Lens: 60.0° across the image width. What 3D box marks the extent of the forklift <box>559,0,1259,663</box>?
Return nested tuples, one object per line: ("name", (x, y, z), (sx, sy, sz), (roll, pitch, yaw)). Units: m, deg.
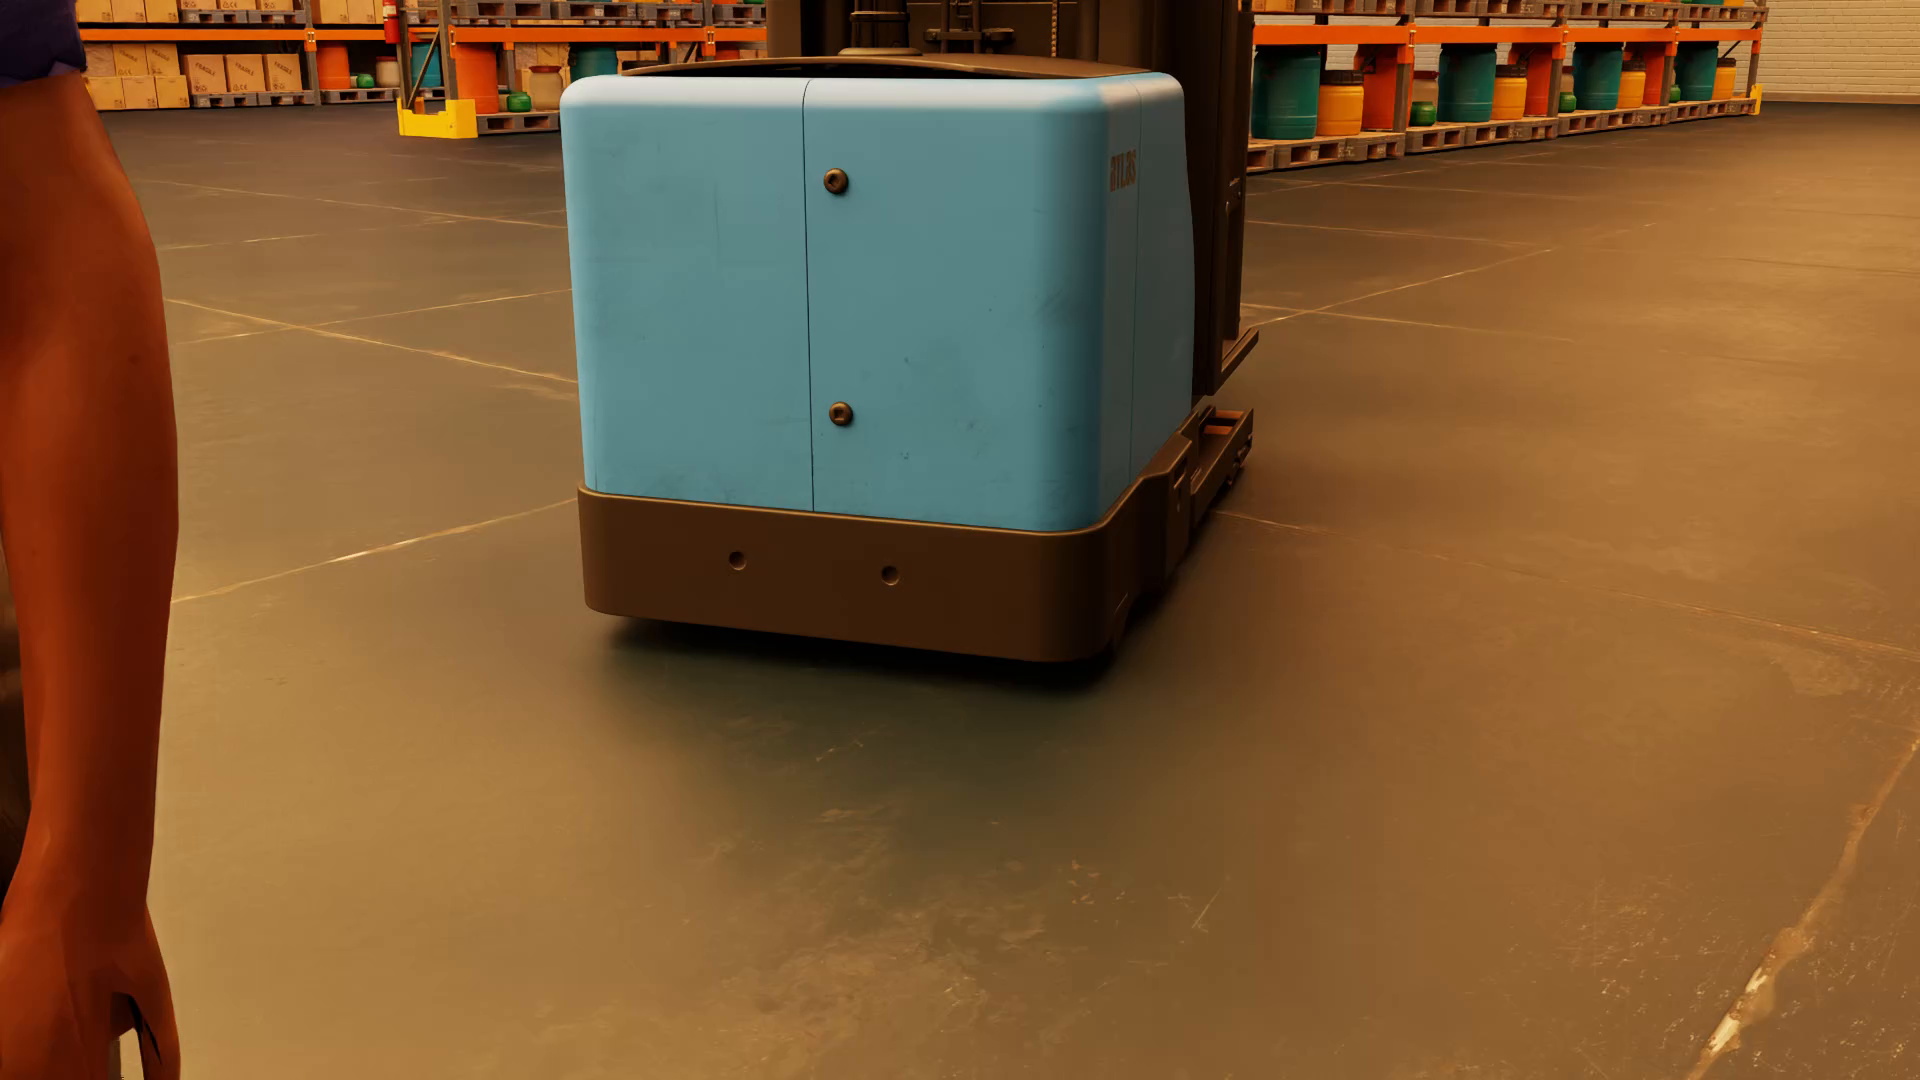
("forklift", (0.182, -1.571, 4.072), (1.130, 2.935, 3.031), (5, 18, 17))
